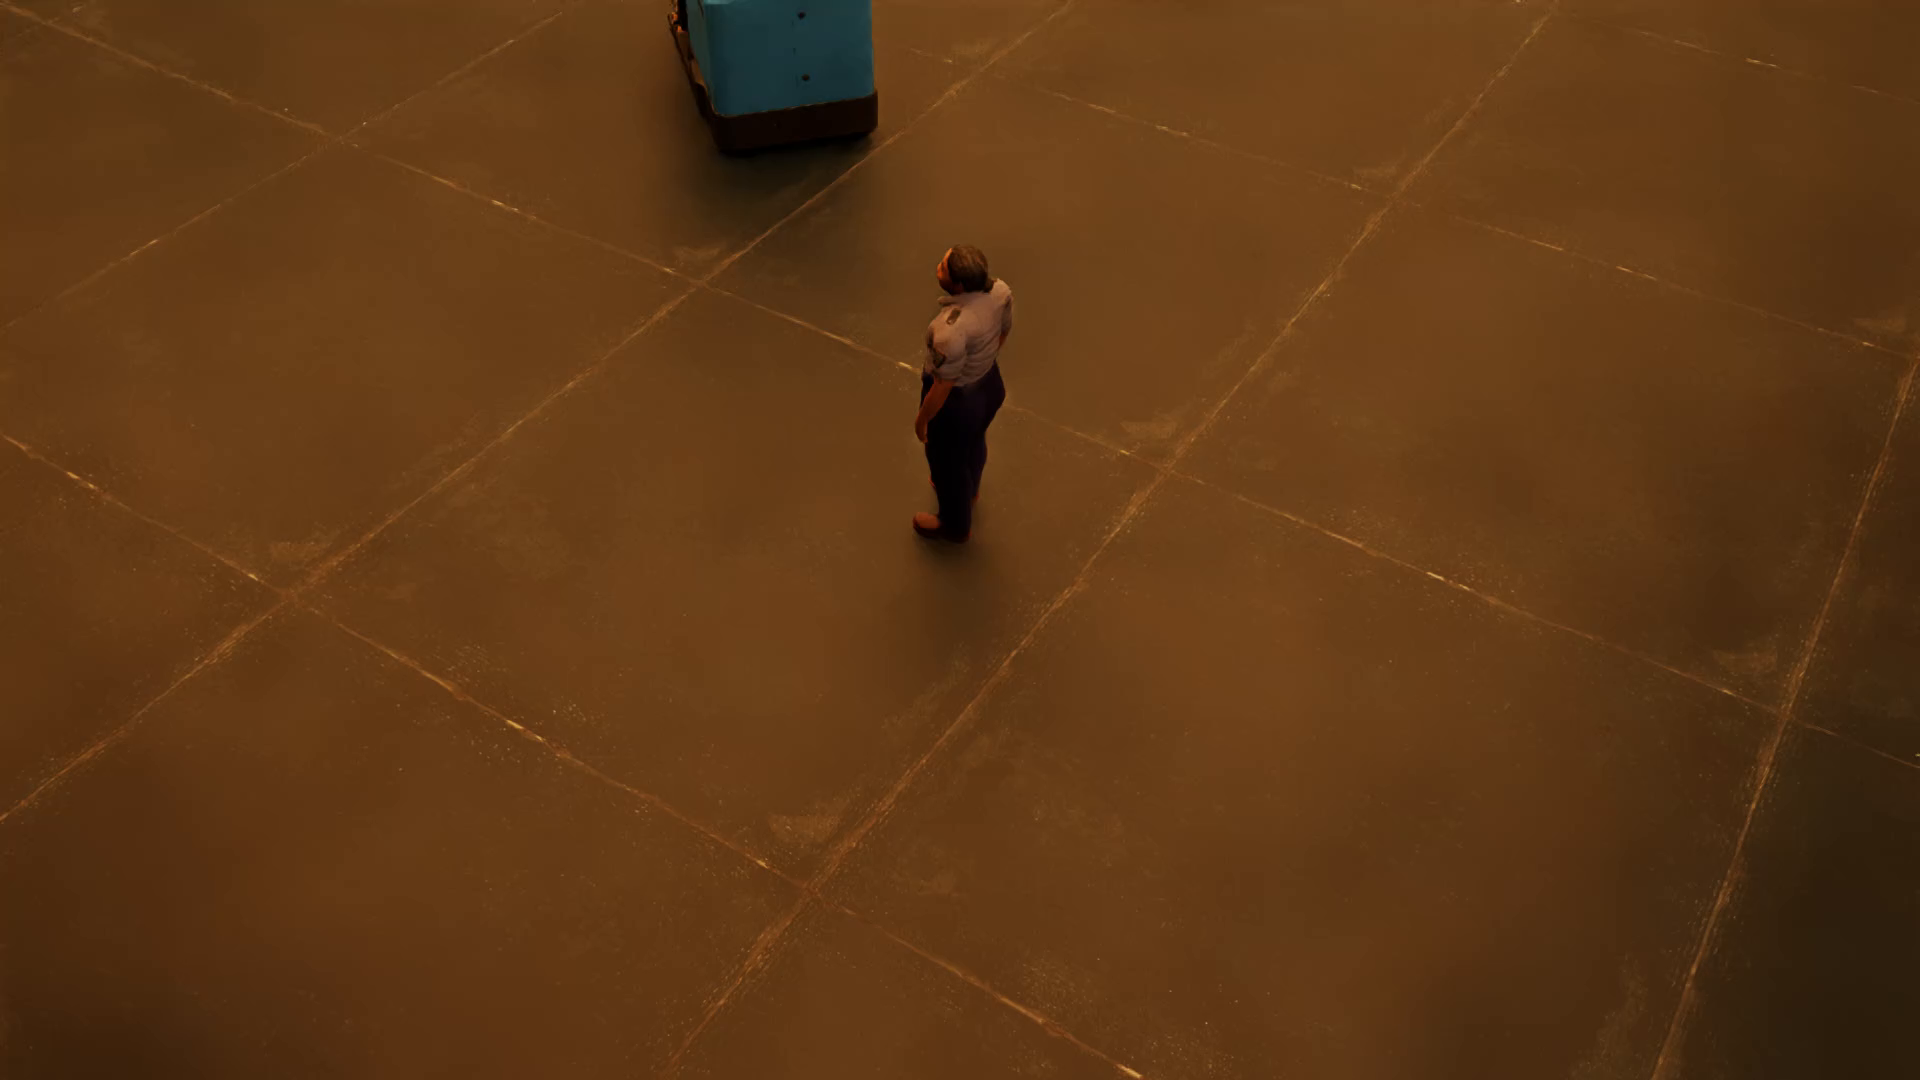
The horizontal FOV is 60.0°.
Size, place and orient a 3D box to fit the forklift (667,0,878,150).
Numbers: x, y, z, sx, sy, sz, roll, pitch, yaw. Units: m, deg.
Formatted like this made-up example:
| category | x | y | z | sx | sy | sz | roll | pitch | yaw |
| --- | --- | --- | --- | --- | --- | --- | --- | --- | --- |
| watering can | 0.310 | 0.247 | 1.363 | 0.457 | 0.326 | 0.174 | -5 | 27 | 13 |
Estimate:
| category | x | y | z | sx | sy | sz | roll | pitch | yaw |
| --- | --- | --- | --- | --- | --- | --- | --- | --- | --- |
| forklift | -1.423 | -4.544 | 10.641 | 1.130 | 2.935 | 3.031 | -11 | 45 | -12 |

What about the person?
| category | x | y | z | sx | sy | sz | roll | pitch | yaw |
| --- | --- | --- | --- | --- | --- | --- | --- | --- | --- |
| person | -0.063 | -0.674 | 7.432 | 0.503 | 1.640 | 0.599 | 24 | 48 | 23 |
